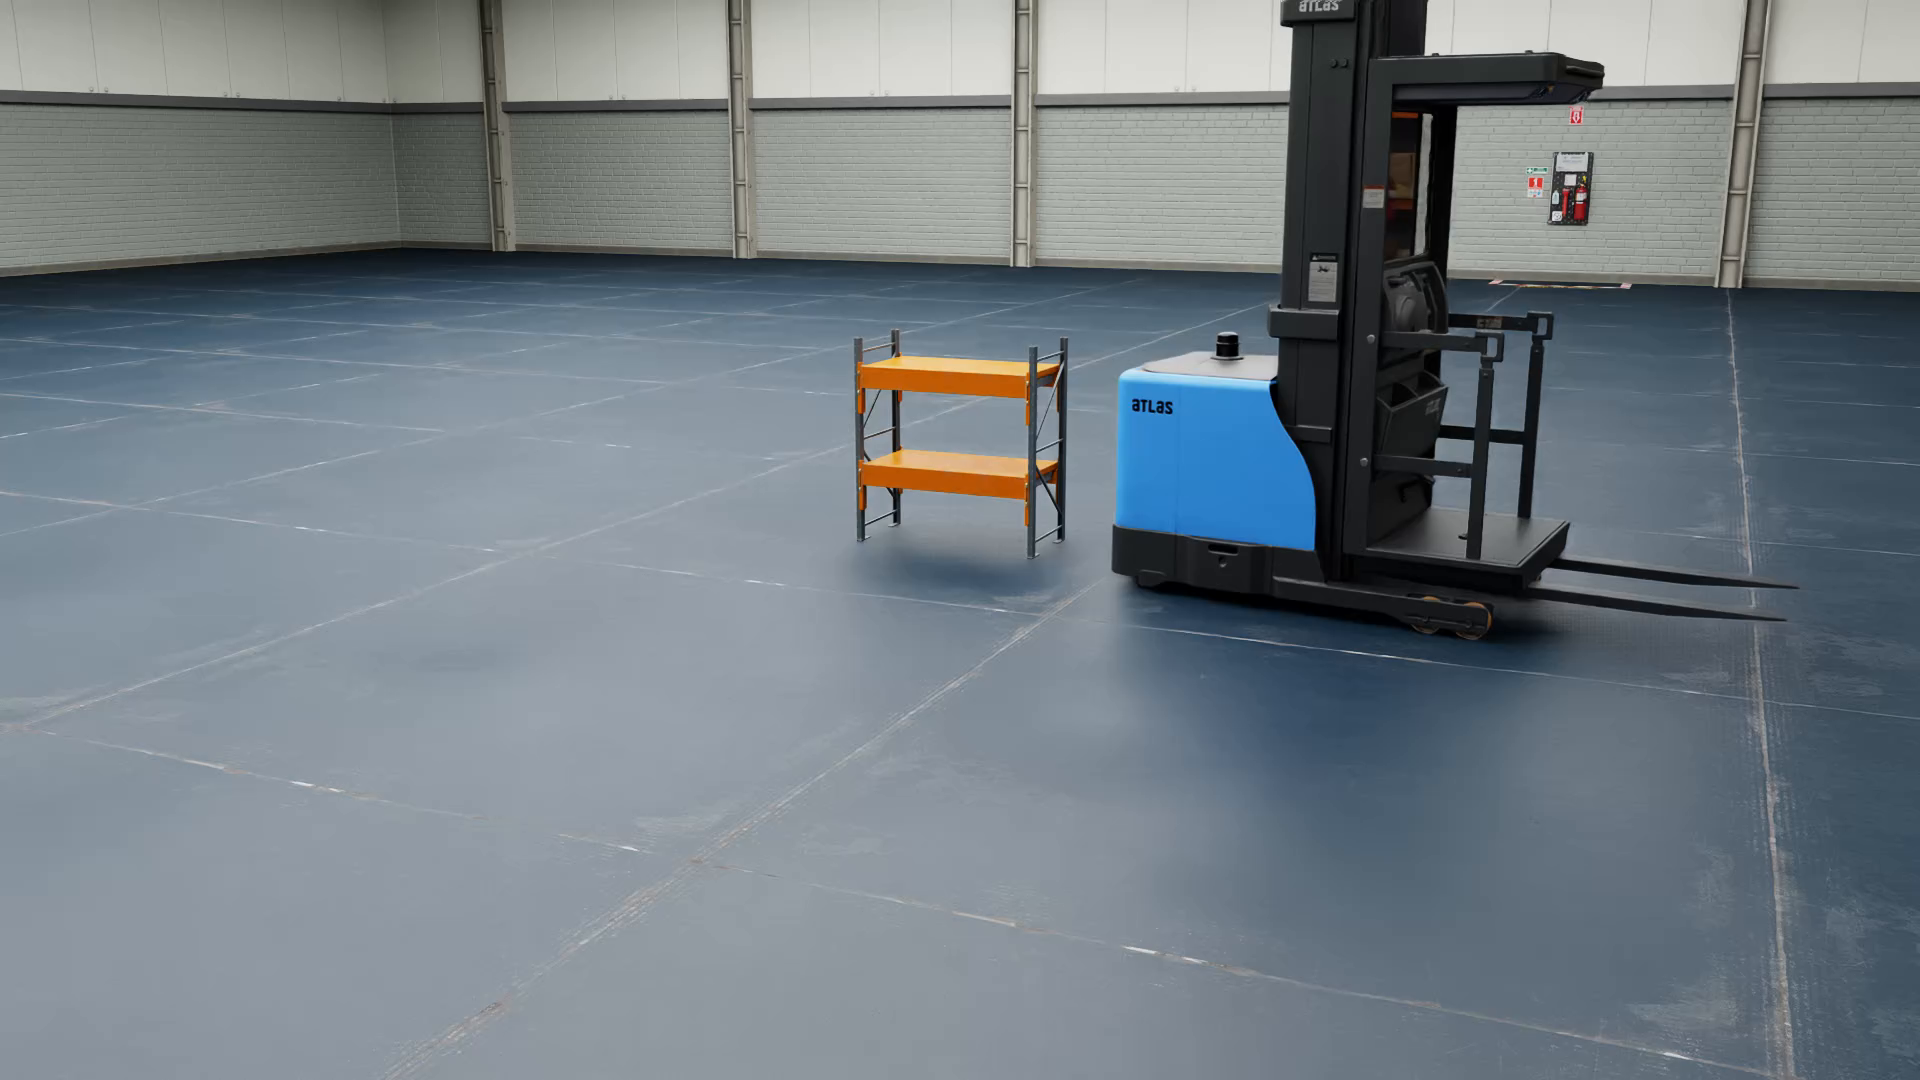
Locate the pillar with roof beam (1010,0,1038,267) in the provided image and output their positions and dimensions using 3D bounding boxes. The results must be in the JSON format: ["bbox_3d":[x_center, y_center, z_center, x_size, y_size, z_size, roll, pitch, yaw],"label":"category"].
[{"bbox_3d":[-0.569,-8.593,26.177,0.400,9.000,9.100,6,14,23],"label":"pillar with roof beam"}]

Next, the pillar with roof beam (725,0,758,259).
[{"bbox_3d":[-6.055,-9.148,28.543,0.400,9.000,9.100,6,14,23],"label":"pillar with roof beam"}]

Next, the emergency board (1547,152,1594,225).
[{"bbox_3d":[9.902,-5.698,26.971,0.643,1.169,0.194,6,14,23],"label":"emergency board"}]

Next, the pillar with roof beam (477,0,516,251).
[{"bbox_3d":[-11.541,-9.703,30.909,0.400,9.000,9.100,6,14,23],"label":"pillar with roof beam"}]

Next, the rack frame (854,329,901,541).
[{"bbox_3d":[-0.459,-0.594,9.324,0.032,1.125,0.500,6,14,23],"label":"rack frame"}]

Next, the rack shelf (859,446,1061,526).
[{"bbox_3d":[0.006,-0.309,9.180,1.000,0.278,0.538,6,14,23],"label":"rack shelf"}]

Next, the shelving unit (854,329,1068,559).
[{"bbox_3d":[0.006,-0.547,9.124,1.048,1.125,0.538,6,14,23],"label":"shelving unit"}]

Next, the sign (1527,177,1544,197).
[{"bbox_3d":[9.439,-5.788,27.277,0.234,0.329,0.001,6,14,23],"label":"sign"}]

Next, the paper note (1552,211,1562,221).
[{"bbox_3d":[9.768,-5.300,27.203,0.142,0.148,0.016,6,14,23],"label":"paper note"}]

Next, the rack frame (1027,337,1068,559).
[{"bbox_3d":[0.471,-0.500,8.923,0.032,1.125,0.500,6,14,23],"label":"rack frame"}]

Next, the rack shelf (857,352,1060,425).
[{"bbox_3d":[0.006,-0.832,9.057,1.000,0.278,0.538,6,14,23],"label":"rack shelf"}]

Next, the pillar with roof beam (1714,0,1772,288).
[{"bbox_3d":[10.403,-7.483,21.445,0.400,9.000,9.100,6,14,23],"label":"pillar with roof beam"}]

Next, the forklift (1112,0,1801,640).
[{"bbox_3d":[2.287,-1.122,7.621,3.031,2.935,1.130,8,15,30],"label":"forklift"}]

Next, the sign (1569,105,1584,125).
[{"bbox_3d":[9.935,-6.848,26.798,0.199,0.298,0.001,6,14,23],"label":"sign"}]

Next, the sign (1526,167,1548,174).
[{"bbox_3d":[9.439,-6.044,27.207,0.331,0.109,0.001,6,14,23],"label":"sign"}]
